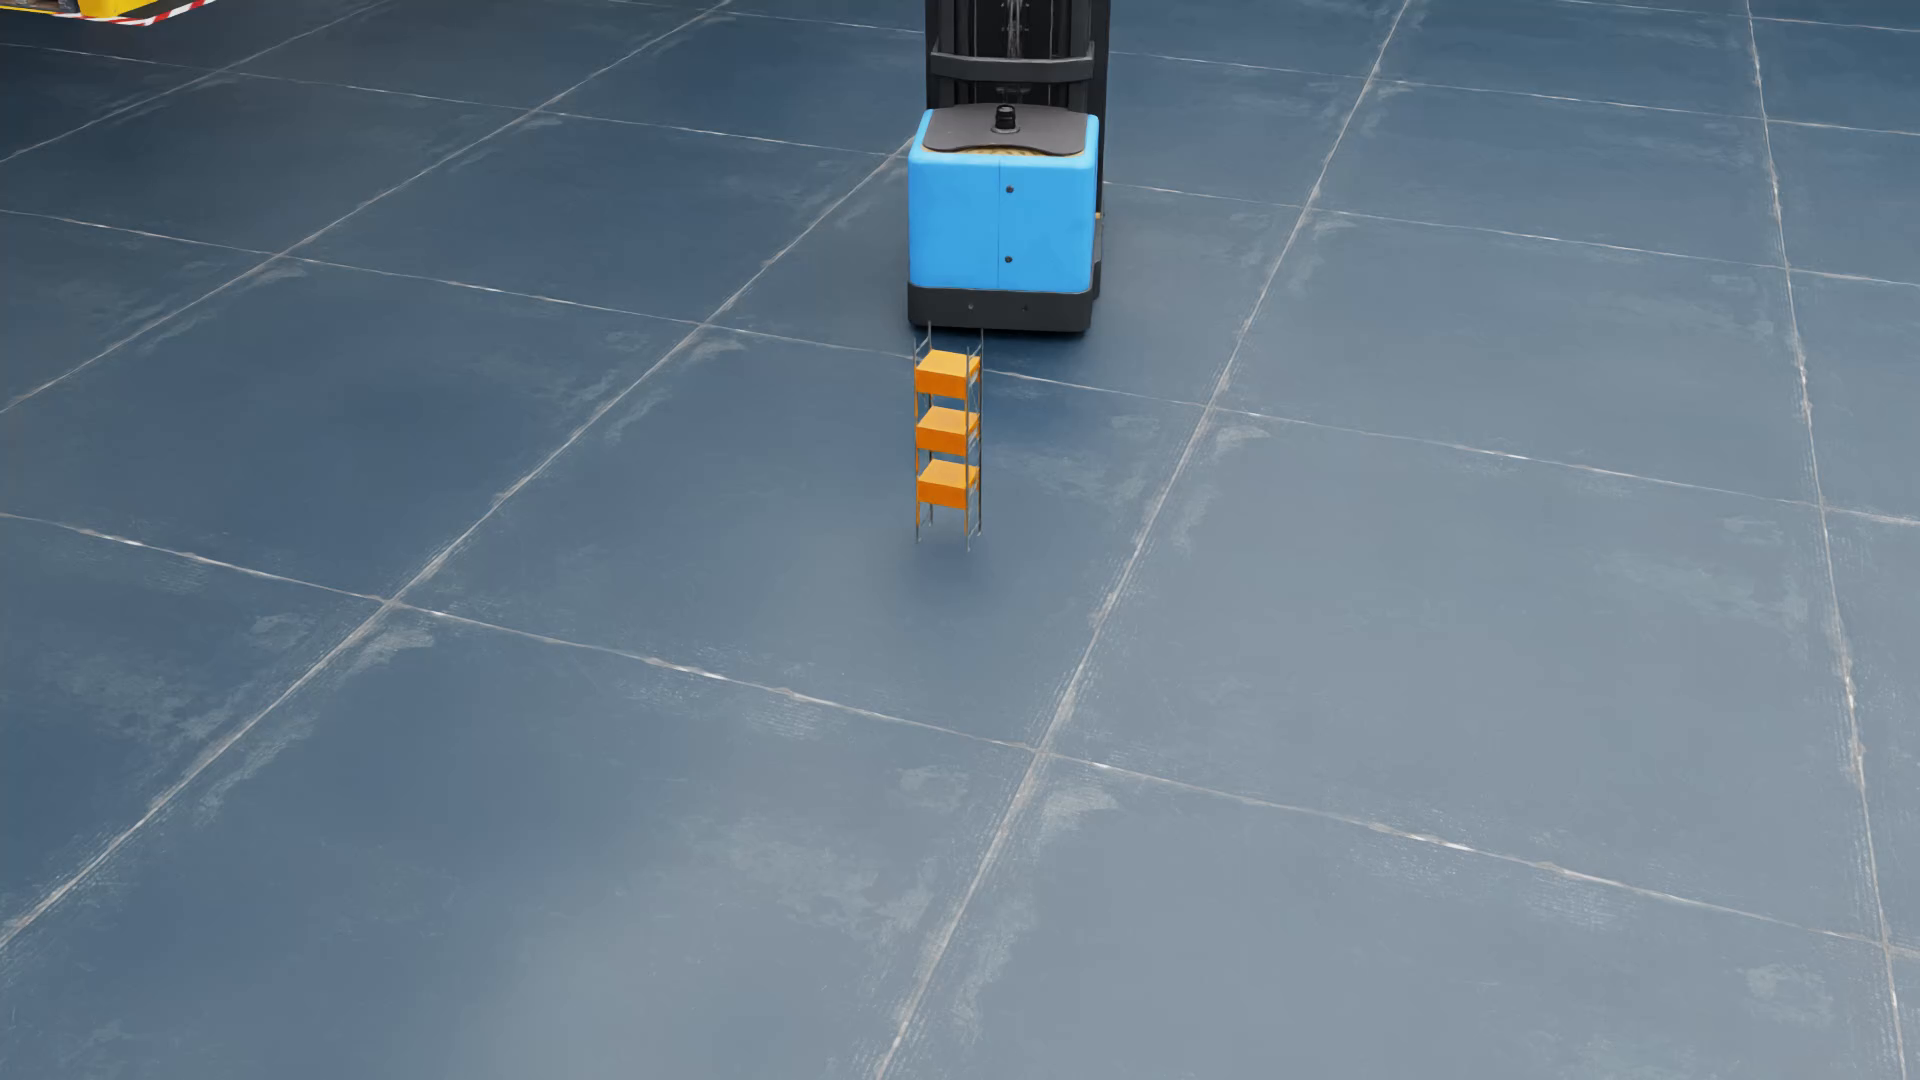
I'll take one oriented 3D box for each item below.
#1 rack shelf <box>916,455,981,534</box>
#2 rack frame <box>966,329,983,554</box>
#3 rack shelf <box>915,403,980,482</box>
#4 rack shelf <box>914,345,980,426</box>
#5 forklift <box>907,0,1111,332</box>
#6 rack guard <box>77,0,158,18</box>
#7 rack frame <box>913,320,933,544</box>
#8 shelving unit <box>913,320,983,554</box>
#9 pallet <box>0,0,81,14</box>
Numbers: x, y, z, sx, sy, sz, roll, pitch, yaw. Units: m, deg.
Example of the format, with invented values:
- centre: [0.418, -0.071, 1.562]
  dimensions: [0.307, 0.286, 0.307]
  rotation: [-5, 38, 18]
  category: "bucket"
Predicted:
- centre: [-0.050, -0.208, 7.637]
  dimensions: [0.240, 0.259, 0.215]
  rotation: [11, 34, 16]
  category: "rack shelf"
- centre: [0.064, -0.429, 7.446]
  dimensions: [0.008, 1.050, 0.200]
  rotation: [11, 34, 16]
  category: "rack frame"
- centre: [-0.050, -0.442, 7.486]
  dimensions: [0.240, 0.259, 0.215]
  rotation: [11, 34, 16]
  category: "rack shelf"
- centre: [-0.050, -0.680, 7.332]
  dimensions: [0.240, 0.259, 0.215]
  rotation: [11, 34, 16]
  category: "rack shelf"
- centre: [0.365, -3.191, 9.990]
  dimensions: [1.130, 2.935, 3.031]
  rotation: [3, 33, 5]
  category: "forklift"
- centre: [-7.681, -5.262, 15.439]
  dimensions: [0.348, 0.500, 1.175]
  rotation: [11, 34, 16]
  category: "rack guard"
- centre: [-0.165, -0.473, 7.515]
  dimensions: [0.008, 1.050, 0.200]
  rotation: [11, 34, 16]
  category: "rack frame"
- centre: [-0.050, -0.451, 7.480]
  dimensions: [0.252, 1.050, 0.215]
  rotation: [11, 34, 16]
  category: "shelving unit"
- centre: [-8.482, -5.252, 15.689]
  dimensions: [1.213, 0.211, 1.003]
  rotation: [11, 34, 16]
  category: "pallet"
